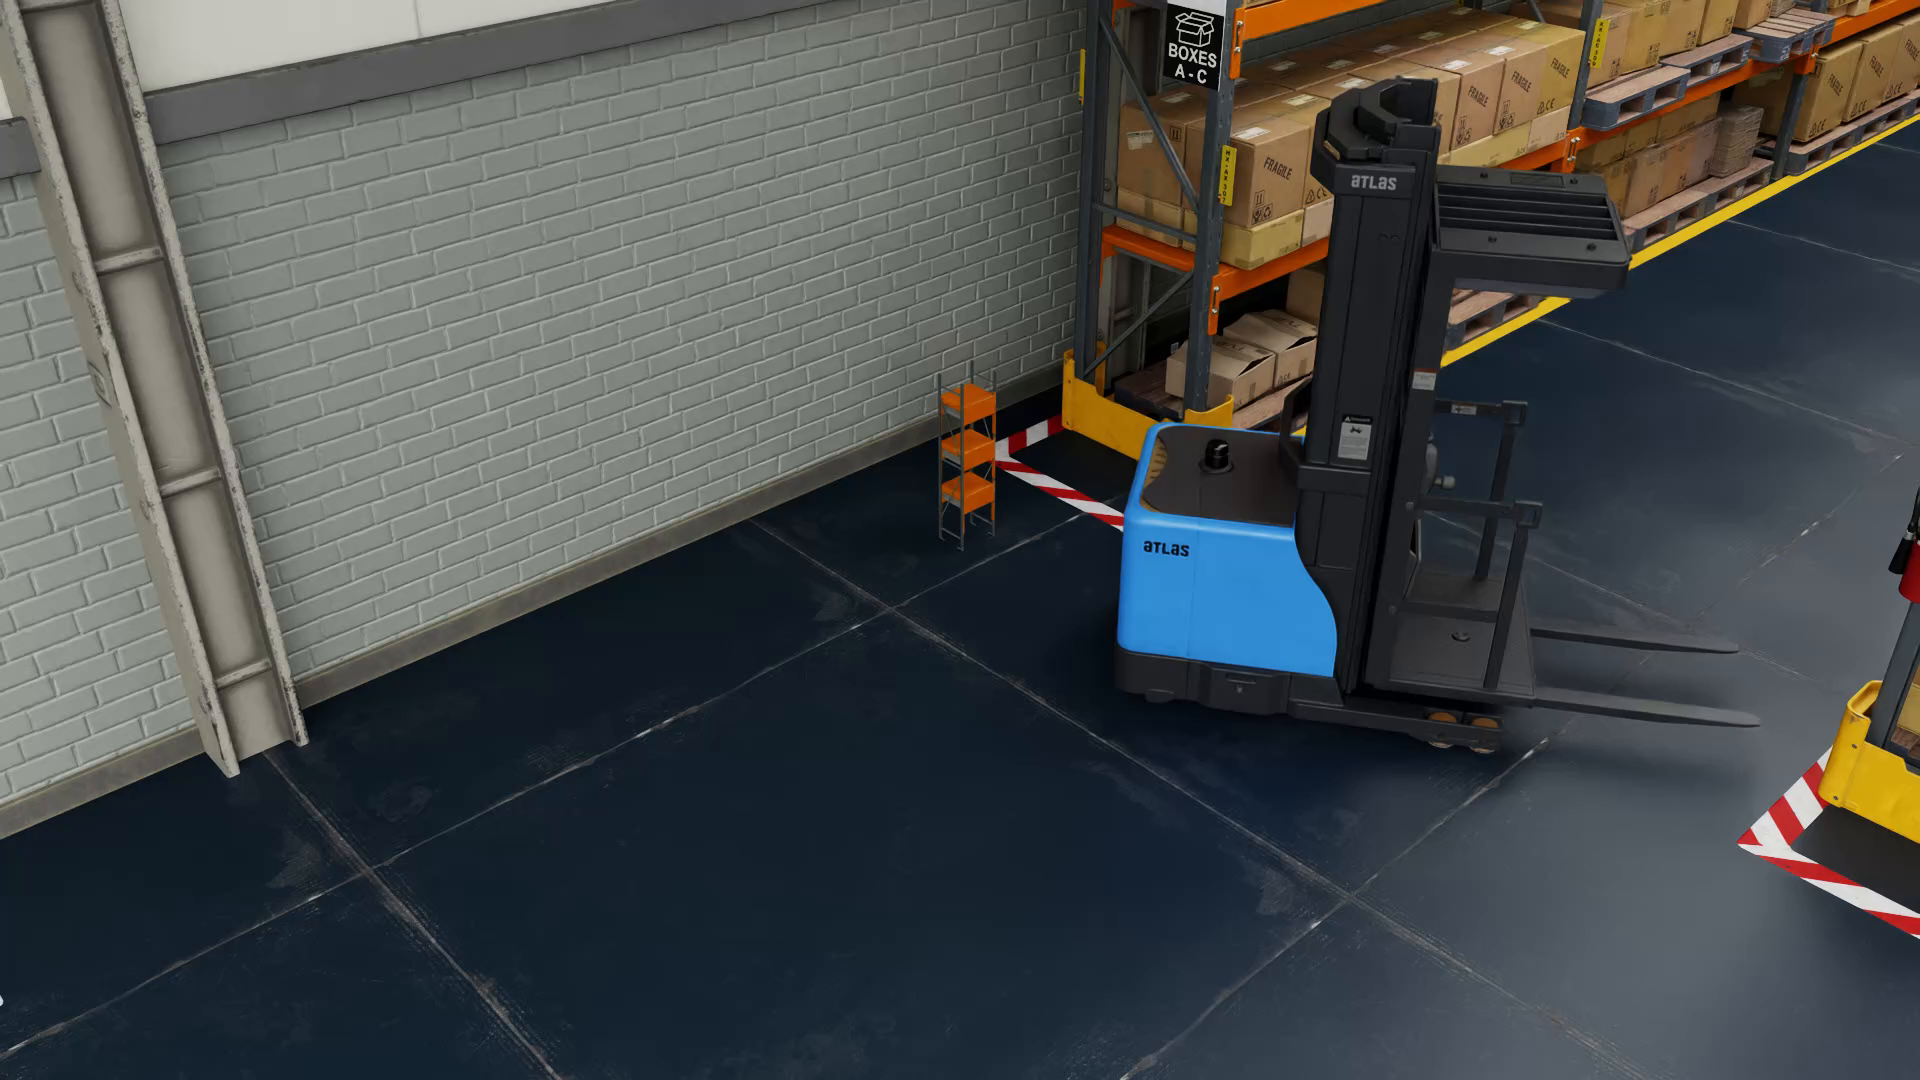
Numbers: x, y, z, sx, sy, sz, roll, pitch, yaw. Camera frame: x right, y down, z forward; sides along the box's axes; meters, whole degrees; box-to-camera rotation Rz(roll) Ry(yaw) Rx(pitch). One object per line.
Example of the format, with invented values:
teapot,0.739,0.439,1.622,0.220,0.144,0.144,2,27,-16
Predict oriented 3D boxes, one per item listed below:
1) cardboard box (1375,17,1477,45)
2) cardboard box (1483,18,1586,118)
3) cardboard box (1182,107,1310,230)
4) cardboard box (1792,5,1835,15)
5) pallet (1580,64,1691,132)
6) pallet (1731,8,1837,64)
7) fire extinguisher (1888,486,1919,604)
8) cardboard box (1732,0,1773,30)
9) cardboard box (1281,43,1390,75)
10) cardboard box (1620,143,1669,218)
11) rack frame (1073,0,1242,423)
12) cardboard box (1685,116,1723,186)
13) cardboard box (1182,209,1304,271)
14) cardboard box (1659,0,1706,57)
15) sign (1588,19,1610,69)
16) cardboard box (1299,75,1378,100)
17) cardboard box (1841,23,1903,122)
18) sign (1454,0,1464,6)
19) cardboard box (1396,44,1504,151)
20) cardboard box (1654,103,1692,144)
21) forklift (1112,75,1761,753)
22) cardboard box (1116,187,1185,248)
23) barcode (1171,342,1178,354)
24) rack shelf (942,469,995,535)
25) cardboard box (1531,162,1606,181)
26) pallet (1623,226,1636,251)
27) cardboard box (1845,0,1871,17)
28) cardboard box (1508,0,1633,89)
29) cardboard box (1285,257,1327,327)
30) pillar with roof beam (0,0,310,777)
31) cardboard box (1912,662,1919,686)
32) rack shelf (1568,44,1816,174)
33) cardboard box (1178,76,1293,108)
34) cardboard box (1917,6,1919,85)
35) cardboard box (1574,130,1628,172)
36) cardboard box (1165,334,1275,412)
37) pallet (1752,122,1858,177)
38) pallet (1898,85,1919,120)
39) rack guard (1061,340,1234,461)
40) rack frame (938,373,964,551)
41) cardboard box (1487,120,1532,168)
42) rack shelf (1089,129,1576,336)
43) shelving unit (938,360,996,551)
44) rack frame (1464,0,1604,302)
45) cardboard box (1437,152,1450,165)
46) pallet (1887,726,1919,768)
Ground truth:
cardboard box,3.165,-3.260,11.447,0.500,0.500,0.500,-26,40,-36
cardboard box,3.897,-3.243,11.419,0.500,0.500,0.500,-26,40,-36
cardboard box,1.654,-2.165,9.655,0.500,0.500,0.500,-26,40,-35
cardboard box,7.365,-4.613,14.475,0.250,0.149,0.380,-26,40,-36
pallet,4.692,-3.398,12.450,1.213,0.211,1.003,-26,40,-35
pallet,6.516,-4.308,13.938,1.003,0.211,1.213,-26,40,-35
fire extinguisher,4.068,-0.055,6.873,0.183,0.674,0.296,-26,40,-35
cardboard box,6.237,-4.535,13.607,0.700,0.500,0.500,25,39,35
cardboard box,2.422,-2.897,10.853,0.500,0.500,0.500,-25,39,-35
cardboard box,5.308,-3.021,13.625,0.500,0.500,0.700,-25,40,-35
rack frame,1.100,-1.846,9.728,0.127,3.000,1.000,-26,40,-35
cardboard box,6.017,-3.391,14.229,0.500,0.500,0.700,-26,40,-36
cardboard box,1.674,-1.842,9.846,0.500,0.250,0.500,-27,41,-37
cardboard box,5.306,-4.104,12.902,0.500,0.500,0.700,-20,37,-29
sign,4.408,-3.429,11.487,0.005,0.325,0.100,-26,40,-35
cardboard box,2.407,-2.517,10.231,0.500,0.500,0.500,-27,41,-37
cardboard box,8.241,-4.464,15.668,0.750,0.750,0.750,-26,40,-36
sign,3.653,-3.970,12.091,0.005,0.325,0.100,-26,40,-35
cardboard box,3.158,-2.889,10.840,0.500,0.500,0.500,-27,41,-37
cardboard box,5.639,-3.487,13.667,0.500,0.250,0.500,-26,40,-36
forklift,2.329,-0.540,7.658,3.031,2.935,1.130,7,32,11
cardboard box,1.311,-2.030,10.154,0.500,0.250,0.500,-25,39,-35
barcode,1.410,-1.261,10.918,0.075,0.075,0.001,-26,40,-35
rack shelf,0.039,-0.221,9.492,0.240,0.259,0.215,-26,40,-35
cardboard box,4.562,-2.653,13.023,0.500,0.500,0.700,-24,39,-34
pallet,4.603,-2.352,13.228,1.213,0.211,1.003,-26,40,-35
cardboard box,7.808,-4.761,14.717,0.250,0.149,0.380,-24,39,-34
cardboard box,4.429,-3.663,12.181,0.500,0.500,0.700,-26,40,-35
cardboard box,2.659,-1.621,11.335,0.700,0.500,0.500,26,40,36
pillar with roof beam,-0.447,-1.209,2.936,0.400,9.000,9.100,-26,40,-35
cardboard box,4.662,0.418,7.540,0.500,0.500,0.500,-26,40,-35
rack shelf,5.500,-3.667,13.396,4.000,0.370,1.077,-26,40,-35
cardboard box,1.677,-2.534,10.258,0.500,0.500,0.500,-25,39,-35
cardboard box,9.511,-5.084,16.682,0.750,0.750,0.750,-25,40,-35
cardboard box,4.882,-3.131,13.085,0.500,0.250,0.500,-27,40,-36
cardboard box,1.669,-1.097,10.659,0.500,0.311,0.500,24,39,34
pallet,7.596,-3.745,15.506,1.213,0.211,1.003,-26,40,-35
pallet,9.385,-4.610,16.921,1.213,0.211,1.003,-26,40,-35
rack guard,1.156,-0.806,10.424,0.348,0.500,1.175,-26,40,-35
rack frame,-0.050,-0.424,9.271,0.008,1.050,0.200,-26,40,-35
cardboard box,3.521,-2.752,11.334,0.500,0.250,0.500,-26,40,-35
rack shelf,2.567,-2.248,11.076,4.000,0.370,1.077,-26,40,-35
shelving unit,0.039,-0.467,9.342,0.252,1.050,0.215,-26,40,-35
rack frame,4.033,-3.265,12.048,0.127,3.000,1.000,-26,40,-35
cardboard box,2.795,-2.389,10.740,0.500,0.250,0.500,-25,40,-35
pallet,5.003,0.950,7.828,1.213,0.211,1.003,-26,40,-35
